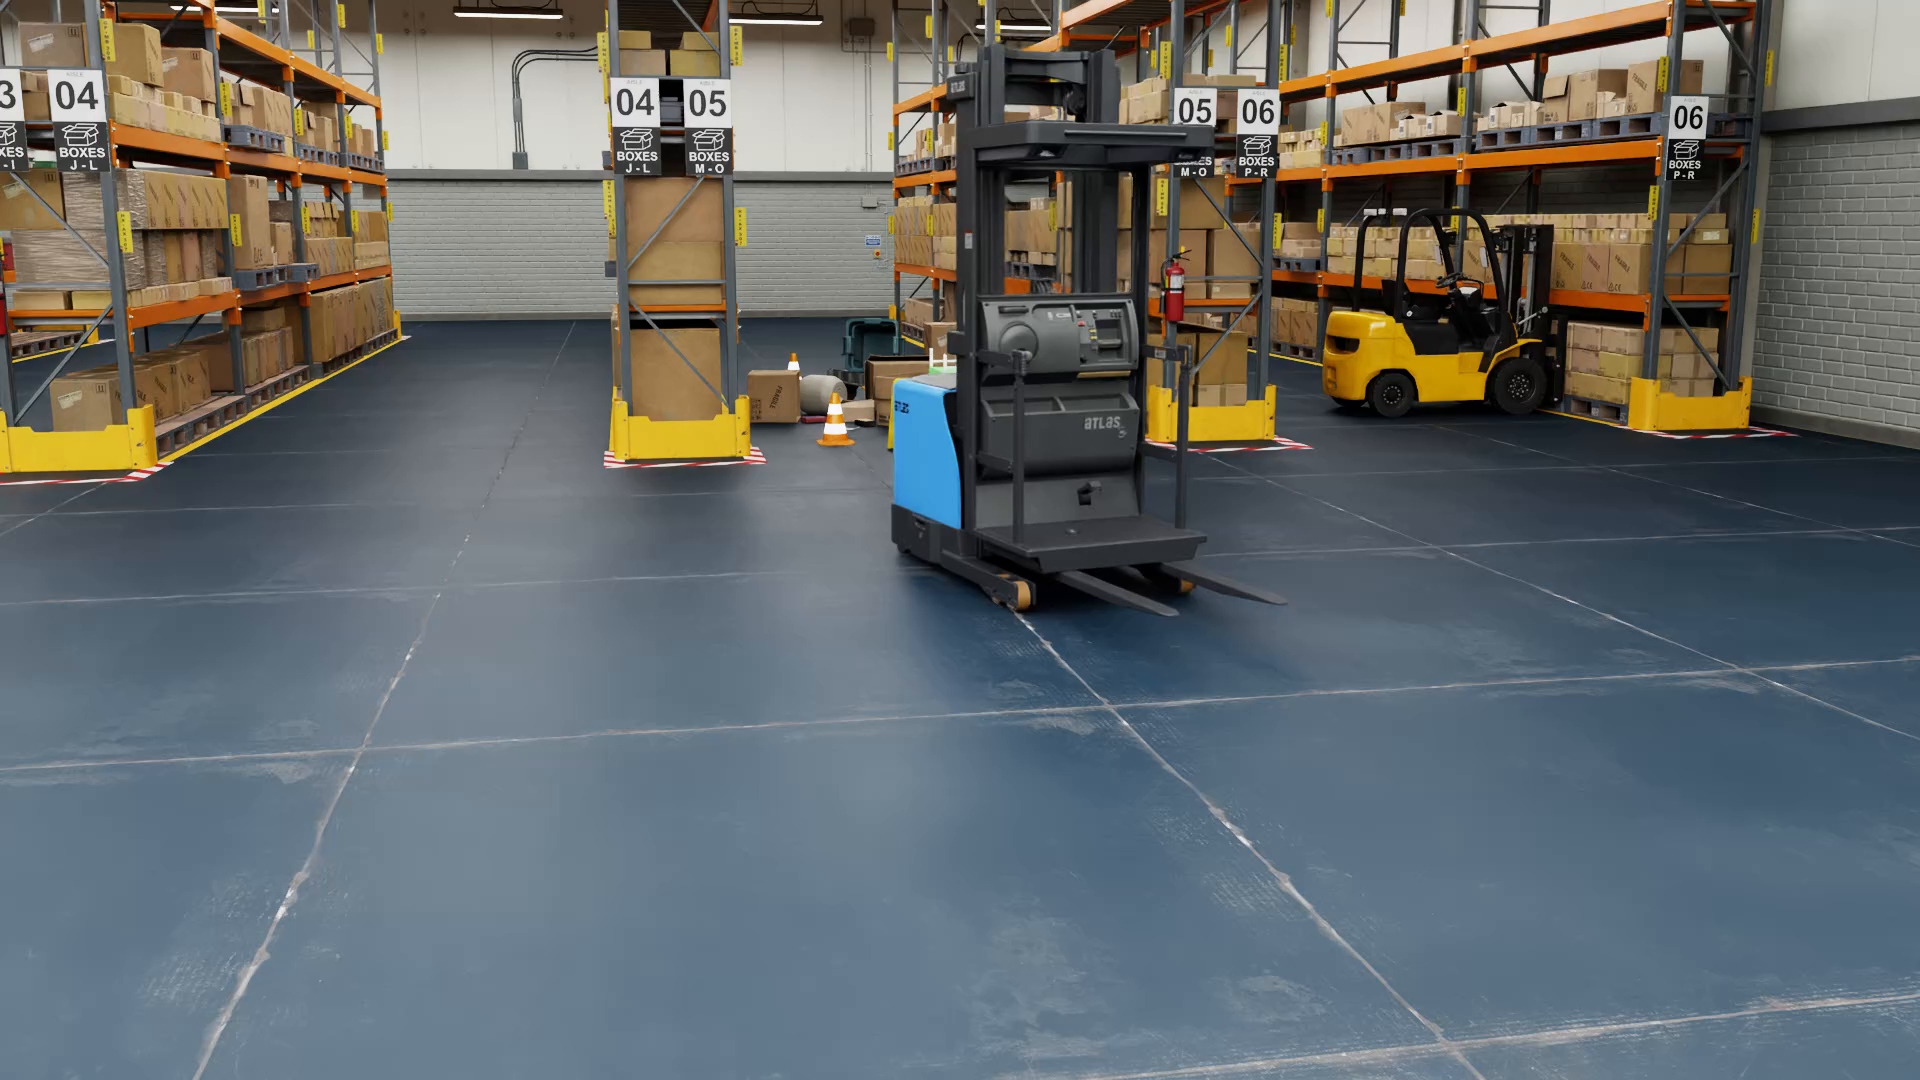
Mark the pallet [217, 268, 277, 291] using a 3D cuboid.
[{"bbox_3d":[-8.110,-2.846,18.138,1.003,0.211,1.213,-2,11,-11],"label":"pallet"}]

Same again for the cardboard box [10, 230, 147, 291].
[{"bbox_3d":[-7.406,-2.358,13.999,0.875,0.500,0.500,-2,11,-11],"label":"cardboard box"}]

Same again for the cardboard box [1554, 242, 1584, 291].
[{"bbox_3d":[6.717,-2.922,17.756,0.500,0.500,0.500,-2,11,-12],"label":"cardboard box"}]

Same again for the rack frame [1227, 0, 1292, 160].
[{"bbox_3d":[4.929,-7.750,27.349,1.000,3.000,0.127,-2,11,-11],"label":"rack frame"}]

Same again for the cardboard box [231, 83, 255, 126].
[{"bbox_3d":[-8.283,-4.787,18.406,0.797,0.503,0.637,-2,11,-9],"label":"cardboard box"}]

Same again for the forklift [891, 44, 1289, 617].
[{"bbox_3d":[0.645,-1.155,8.924,1.130,2.935,3.031,-5,12,-24],"label":"forklift"}]

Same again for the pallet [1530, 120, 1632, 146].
[{"bbox_3d":[6.910,-4.387,17.938,1.003,0.211,1.213,-2,11,-11],"label":"pallet"}]

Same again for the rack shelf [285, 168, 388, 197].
[{"bbox_3d":[-10.049,-5.749,26.778,1.077,0.370,4.000,-2,11,-11],"label":"rack shelf"}]

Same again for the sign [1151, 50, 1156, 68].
[{"bbox_3d":[3.618,-8.962,31.005,0.100,0.325,0.005,-2,11,-11],"label":"sign"}]

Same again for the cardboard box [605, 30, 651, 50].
[{"bbox_3d":[-2.840,-4.269,14.231,0.380,0.149,0.250,-2,11,-10],"label":"cardboard box"}]

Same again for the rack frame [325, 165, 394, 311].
[{"bbox_3d":[-10.438,-4.995,28.919,1.000,3.000,0.127,-2,11,-11],"label":"rack frame"}]

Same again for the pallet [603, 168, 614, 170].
[{"bbox_3d":[-4.760,-5.688,25.036,1.213,0.211,1.003,-2,11,-11],"label":"pallet"}]

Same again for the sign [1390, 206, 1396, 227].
[{"bbox_3d":[6.250,-4.659,24.056,0.100,0.325,0.005,-2,11,-11],"label":"sign"}]

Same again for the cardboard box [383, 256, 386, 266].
[{"bbox_3d":[-9.946,-4.725,28.168,0.380,0.149,0.250,-2,11,-11],"label":"cardboard box"}]

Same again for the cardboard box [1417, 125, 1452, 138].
[{"bbox_3d":[5.973,-5.132,20.897,0.380,0.149,0.250,-2,11,-11],"label":"cardboard box"}]

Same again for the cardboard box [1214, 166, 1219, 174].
[{"bbox_3d":[4.524,-6.254,28.179,0.380,0.149,0.250,-2,11,-11],"label":"cardboard box"}]

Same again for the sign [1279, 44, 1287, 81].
[{"bbox_3d":[2.927,-4.344,15.136,0.100,0.325,0.005,-2,11,-11],"label":"sign"}]

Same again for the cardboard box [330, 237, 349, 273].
[{"bbox_3d":[-9.212,-4.144,24.178,0.500,0.500,0.500,-2,11,-9],"label":"cardboard box"}]

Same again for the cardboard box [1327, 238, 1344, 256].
[{"bbox_3d":[5.529,-4.150,23.543,0.500,0.250,0.500,-2,11,-11],"label":"cardboard box"}]

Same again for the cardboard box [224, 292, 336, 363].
[{"bbox_3d":[-8.996,-2.818,22.038,1.225,0.875,0.875,-3,11,-14],"label":"cardboard box"}]

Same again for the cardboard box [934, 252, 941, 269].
[{"bbox_3d":[-0.113,-4.458,26.497,0.500,0.250,0.500,-2,11,-12],"label":"cardboard box"}]

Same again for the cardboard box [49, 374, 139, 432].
[{"bbox_3d":[-7.431,-1.154,14.300,0.500,0.500,0.500,0,11,0],"label":"cardboard box"}]

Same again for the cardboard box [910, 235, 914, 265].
[{"bbox_3d":[-0.585,-5.029,28.830,0.500,0.500,0.500,-2,11,-9],"label":"cardboard box"}]

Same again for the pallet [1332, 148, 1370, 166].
[{"bbox_3d":[5.926,-5.329,23.155,1.213,0.211,1.003,-2,11,-8],"label":"pallet"}]

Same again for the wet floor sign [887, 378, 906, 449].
[{"bbox_3d":[-0.494,-1.133,14.922,0.267,0.644,0.232,-4,12,-21],"label":"wet floor sign"}]

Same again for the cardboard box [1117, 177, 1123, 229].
[{"bbox_3d":[1.790,-3.376,16.675,0.700,0.500,0.500,-2,11,-12],"label":"cardboard box"}]

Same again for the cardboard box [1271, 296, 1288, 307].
[{"bbox_3d":[5.053,-3.787,26.401,0.380,0.149,0.250,-2,11,-9],"label":"cardboard box"}]

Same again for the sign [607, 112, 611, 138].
[{"bbox_3d":[-4.530,-5.398,21.630,0.100,0.325,0.005,-2,11,-11],"label":"sign"}]

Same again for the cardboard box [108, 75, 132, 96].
[{"bbox_3d":[-7.109,-3.766,13.775,0.380,0.149,0.250,-2,11,-10],"label":"cardboard box"}]

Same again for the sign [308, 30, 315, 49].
[{"bbox_3d":[-10.984,-8.460,28.155,0.100,0.325,0.005,-2,11,-11],"label":"sign"}]

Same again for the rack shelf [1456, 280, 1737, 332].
[{"bbox_3d":[6.874,-2.616,18.341,1.077,0.370,4.000,-2,11,-11],"label":"rack shelf"}]

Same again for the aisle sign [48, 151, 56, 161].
[{"bbox_3d":[-15.023,-6.116,27.855,0.394,0.787,0.004,-2,11,-11],"label":"aisle sign"}]

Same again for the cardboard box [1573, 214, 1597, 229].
[{"bbox_3d":[6.695,-3.357,17.516,0.380,0.149,0.250,-2,11,-10],"label":"cardboard box"}]

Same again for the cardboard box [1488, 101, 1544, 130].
[{"bbox_3d":[6.407,-4.860,19.032,0.500,0.311,0.500,-2,11,-10],"label":"cardboard box"}]

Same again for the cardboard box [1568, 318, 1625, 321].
[{"bbox_3d":[7.074,-2.322,18.430,0.500,0.250,0.500,-2,11,-12],"label":"cardboard box"}]

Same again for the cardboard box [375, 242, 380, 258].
[{"bbox_3d":[-9.886,-4.802,27.509,0.500,0.250,0.500,-3,11,-13],"label":"cardboard box"}]

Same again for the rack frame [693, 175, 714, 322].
[{"bbox_3d":[-3.219,-2.956,18.206,1.000,3.000,0.127,-2,11,-11],"label":"rack frame"}]

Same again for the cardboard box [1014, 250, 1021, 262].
[{"bbox_3d":[0.906,-3.707,21.701,0.380,0.149,0.250,-1,11,-8],"label":"cardboard box"}]

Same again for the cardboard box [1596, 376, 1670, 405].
[{"bbox_3d":[6.861,-1.533,16.957,0.500,0.250,0.500,-2,11,-11],"label":"cardboard box"}]

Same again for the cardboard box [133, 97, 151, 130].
[{"bbox_3d":[-7.273,-3.653,14.244,0.500,0.250,0.500,-2,11,-12],"label":"cardboard box"}]

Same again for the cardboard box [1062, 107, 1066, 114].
[{"bbox_3d":[1.358,-4.827,18.551,0.380,0.149,0.250,-2,11,-12],"label":"cardboard box"}]

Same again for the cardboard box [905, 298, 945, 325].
[{"bbox_3d":[-0.491,-4.186,30.395,0.875,0.438,0.875,-3,11,-13],"label":"cardboard box"}]

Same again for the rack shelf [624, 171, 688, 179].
[{"bbox_3d":[-4.386,-5.177,23.774,1.077,0.370,4.000,-2,11,-11],"label":"rack shelf"}]

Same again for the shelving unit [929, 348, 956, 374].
[{"bbox_3d":[-0.032,-0.620,10.744,0.258,1.200,0.503,-2,11,-11],"label":"shelving unit"}]

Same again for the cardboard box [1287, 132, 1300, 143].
[{"bbox_3d":[5.149,-6.055,25.006,0.380,0.149,0.250,-2,11,-12],"label":"cardboard box"}]

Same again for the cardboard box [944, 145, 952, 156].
[{"bbox_3d":[-0.037,-5.942,25.374,0.380,0.166,0.250,-3,11,-15],"label":"cardboard box"}]

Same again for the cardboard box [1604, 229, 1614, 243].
[{"bbox_3d":[6.851,-3.119,17.059,0.380,0.149,0.250,-2,11,-10],"label":"cardboard box"}]

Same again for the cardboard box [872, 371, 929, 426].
[{"bbox_3d":[-0.431,-1.425,16.837,0.637,0.503,0.797,9,14,38],"label":"cardboard box"}]

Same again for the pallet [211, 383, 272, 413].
[{"bbox_3d":[-8.257,-1.567,18.366,1.003,0.211,1.213,-2,11,-11],"label":"pallet"}]

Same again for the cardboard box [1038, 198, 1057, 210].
[{"bbox_3d":[1.158,-4.077,20.175,0.380,0.149,0.250,-2,11,-13],"label":"cardboard box"}]

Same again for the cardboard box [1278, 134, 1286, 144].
[{"bbox_3d":[4.914,-6.204,25.732,0.380,0.149,0.250,-2,11,-11],"label":"cardboard box"}]

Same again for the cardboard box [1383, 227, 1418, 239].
[{"bbox_3d":[5.795,-4.037,21.884,0.380,0.149,0.250,-2,11,-13],"label":"cardboard box"}]
